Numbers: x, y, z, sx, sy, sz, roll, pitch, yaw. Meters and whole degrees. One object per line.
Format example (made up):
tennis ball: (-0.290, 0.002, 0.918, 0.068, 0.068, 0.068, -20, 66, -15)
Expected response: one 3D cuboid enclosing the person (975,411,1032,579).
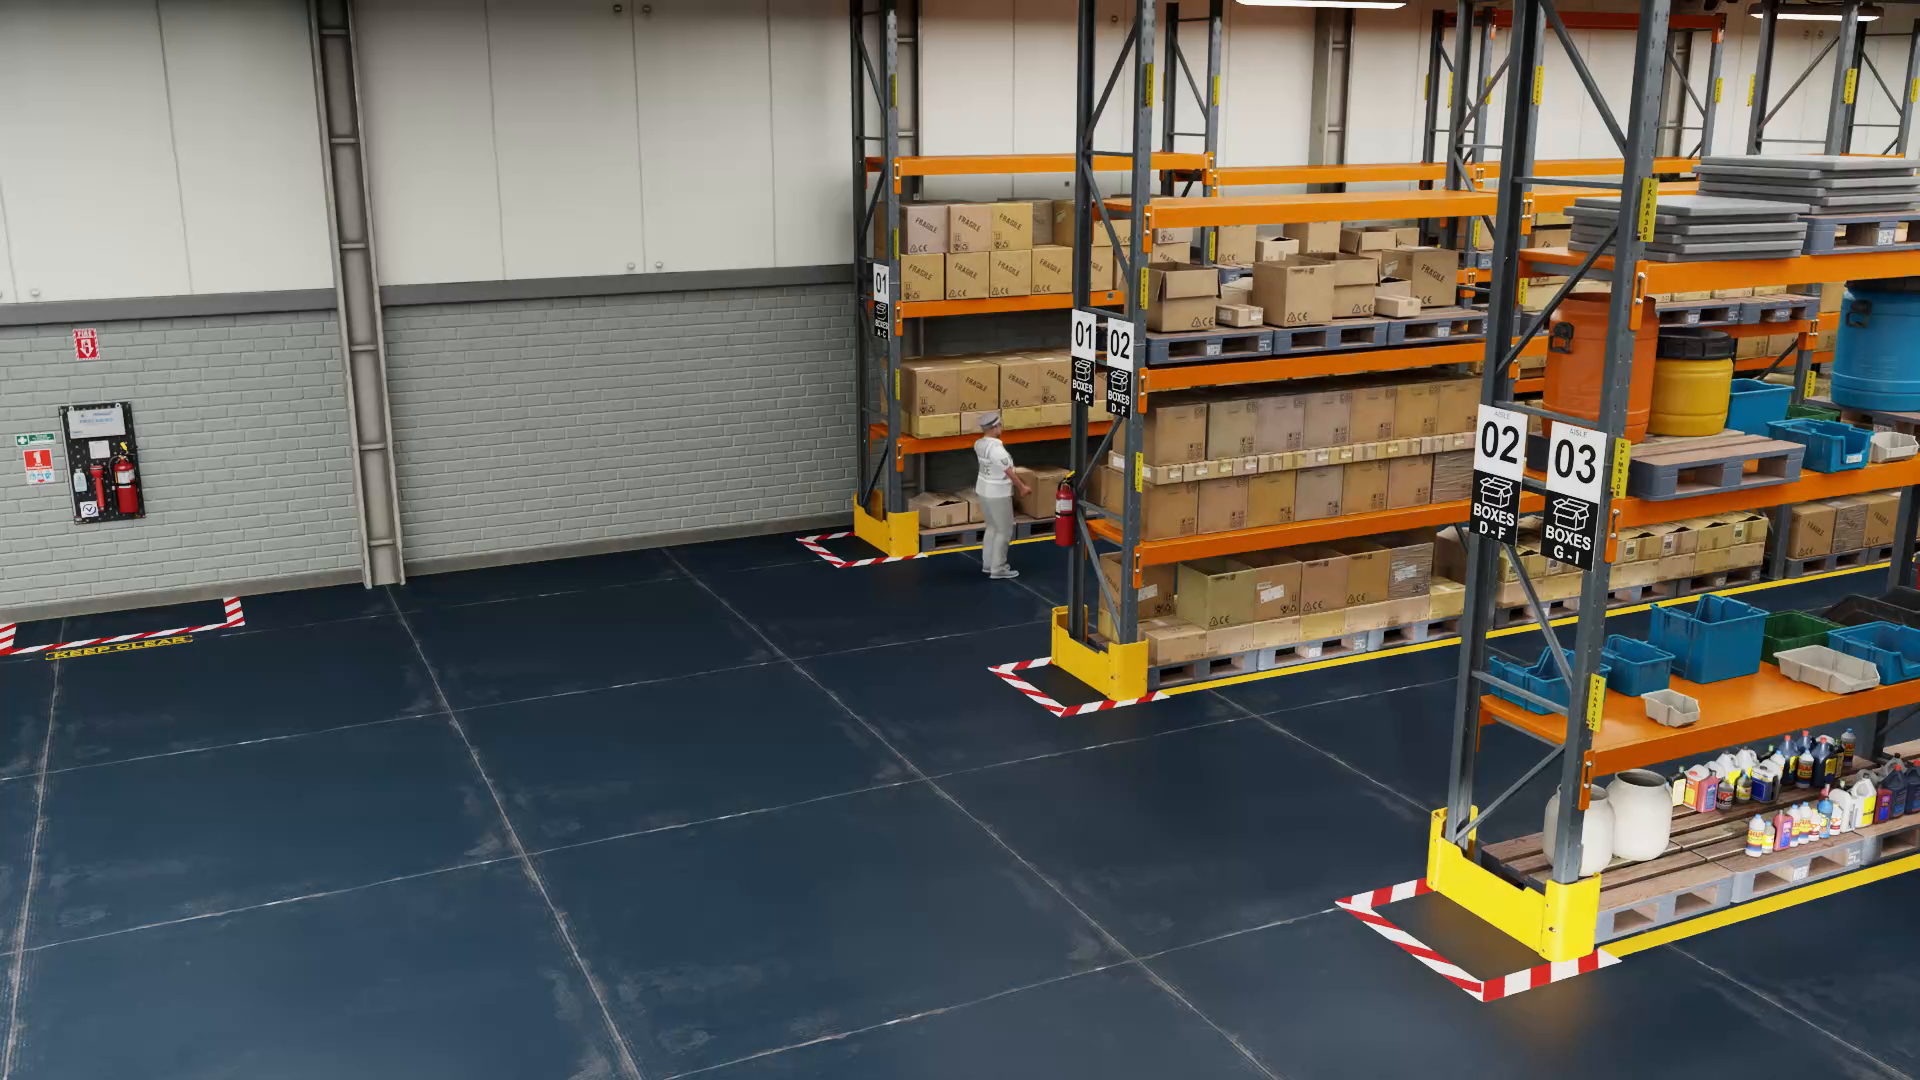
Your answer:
person: (0.449, -0.496, 17.606, 0.559, 1.775, 0.499, -7, 16, -23)
